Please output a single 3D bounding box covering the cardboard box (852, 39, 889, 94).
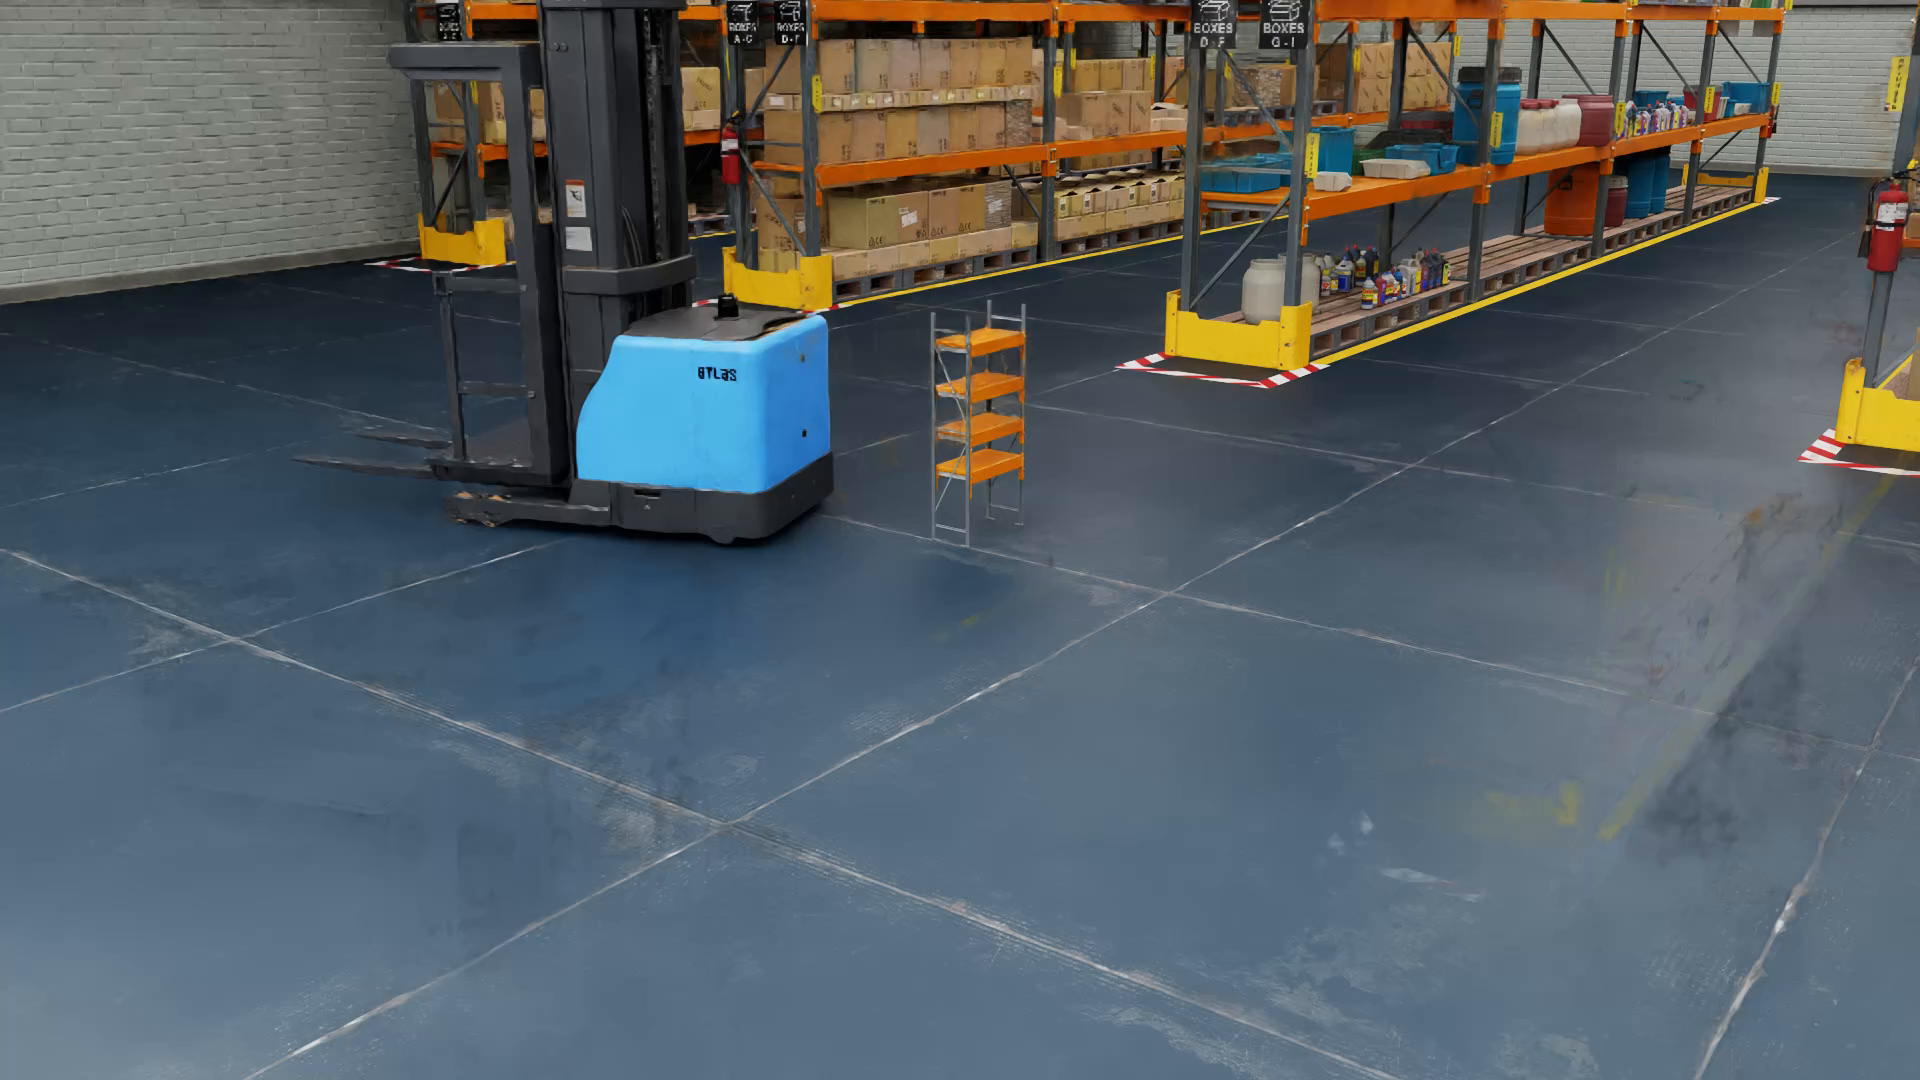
[{"bbox_3d":[-1.127,-4.660,16.337,0.700,0.500,0.500,12,21,33],"label":"cardboard box"}]

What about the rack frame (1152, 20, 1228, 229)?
[{"bbox_3d":[3.011,-5.651,21.882,1.000,3.000,0.127,12,21,35],"label":"rack frame"}]

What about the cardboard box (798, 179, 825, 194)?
[{"bbox_3d":[-2.324,-5.013,23.303,0.700,0.500,0.500,13,21,35],"label":"cardboard box"}]

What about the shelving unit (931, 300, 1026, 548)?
[{"bbox_3d":[0.099,-0.612,8.693,0.258,1.200,0.503,12,21,35],"label":"shelving unit"}]

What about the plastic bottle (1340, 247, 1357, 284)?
[{"bbox_3d":[3.677,-2.603,15.792,0.144,0.351,0.185,11,21,32],"label":"plastic bottle"}]

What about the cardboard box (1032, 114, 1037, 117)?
[{"bbox_3d":[1.004,-4.876,19.613,0.396,0.266,0.258,12,21,33],"label":"cardboard box"}]

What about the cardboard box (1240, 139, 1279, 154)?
[{"bbox_3d":[4.315,-5.667,24.145,0.500,0.250,0.500,12,21,35],"label":"cardboard box"}]

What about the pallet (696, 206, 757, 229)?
[{"bbox_3d":[-2.890,-4.426,22.641,1.003,0.211,1.213,12,21,35],"label":"pallet"}]

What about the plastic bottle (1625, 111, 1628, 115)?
[{"bbox_3d":[8.682,-5.485,21.682,0.097,0.201,0.097,0,17,0],"label":"plastic bottle"}]

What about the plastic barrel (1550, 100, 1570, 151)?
[{"bbox_3d":[6.295,-4.445,17.810,0.421,0.512,0.421,0,17,0],"label":"plastic barrel"}]

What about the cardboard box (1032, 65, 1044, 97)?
[{"bbox_3d":[1.045,-7.399,26.809,0.500,0.500,0.500,13,21,35],"label":"cardboard box"}]

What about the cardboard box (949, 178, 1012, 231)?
[{"bbox_3d":[0.220,-3.677,18.191,0.500,0.500,0.500,12,21,35],"label":"cardboard box"}]

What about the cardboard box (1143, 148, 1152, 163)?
[{"bbox_3d":[3.162,-7.134,30.164,0.700,0.500,0.500,12,21,35],"label":"cardboard box"}]

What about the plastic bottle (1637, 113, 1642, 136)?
[{"bbox_3d":[8.146,-5.002,20.010,0.097,0.271,0.097,0,17,0],"label":"plastic bottle"}]

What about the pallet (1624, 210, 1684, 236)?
[{"bbox_3d":[8.877,-4.219,21.974,1.003,0.211,1.213,12,21,35],"label":"pallet"}]

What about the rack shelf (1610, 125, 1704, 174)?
[{"bbox_3d":[8.179,-4.907,20.701,1.077,0.370,4.000,12,21,35],"label":"rack shelf"}]

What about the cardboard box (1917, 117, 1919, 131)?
[{"bbox_3d":[6.327,-2.836,10.461,0.500,0.500,0.500,12,21,35],"label":"cardboard box"}]

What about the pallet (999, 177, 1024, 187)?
[{"bbox_3d":[0.288,-5.657,26.605,1.003,0.211,1.213,12,21,35],"label":"pallet"}]

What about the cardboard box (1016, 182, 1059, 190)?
[{"bbox_3d":[0.944,-4.125,19.953,0.500,0.311,0.500,13,22,36],"label":"cardboard box"}]

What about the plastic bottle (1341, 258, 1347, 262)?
[{"bbox_3d":[3.619,-2.523,15.670,0.097,0.271,0.097,0,17,0],"label":"plastic bottle"}]

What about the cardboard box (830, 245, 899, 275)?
[{"bbox_3d":[-0.962,-2.841,16.762,0.500,0.250,0.500,12,21,35],"label":"cardboard box"}]

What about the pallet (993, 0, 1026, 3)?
[{"bbox_3d":[0.907,-8.592,26.618,0.805,0.209,1.217,11,21,33],"label":"pallet"}]

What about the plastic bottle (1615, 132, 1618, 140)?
[{"bbox_3d":[7.595,-4.782,19.301,0.097,0.271,0.097,0,17,0],"label":"plastic bottle"}]

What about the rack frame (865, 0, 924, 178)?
[{"bbox_3d":[-0.969,-6.525,24.698,1.000,3.000,0.127,12,21,35],"label":"rack frame"}]

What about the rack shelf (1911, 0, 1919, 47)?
[{"bbox_3d":[7.390,-3.559,11.302,1.077,0.370,4.000,12,21,35],"label":"rack shelf"}]

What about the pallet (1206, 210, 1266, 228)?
[{"bbox_3d":[3.486,-4.490,22.847,1.003,0.211,1.213,12,21,35],"label":"pallet"}]

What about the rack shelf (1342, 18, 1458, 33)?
[{"bbox_3d":[6.586,-8.169,26.146,1.077,0.370,4.000,12,21,35],"label":"rack shelf"}]

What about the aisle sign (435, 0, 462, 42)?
[{"bbox_3d":[-5.538,-5.791,17.951,0.394,0.787,0.004,12,21,35],"label":"aisle sign"}]

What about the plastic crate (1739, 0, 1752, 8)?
[{"bbox_3d":[10.722,-7.450,23.064,0.437,0.136,0.530,12,21,35],"label":"plastic crate"}]

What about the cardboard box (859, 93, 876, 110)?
[{"bbox_3d":[-1.044,-4.281,16.208,0.380,0.149,0.250,13,21,35],"label":"cardboard box"}]

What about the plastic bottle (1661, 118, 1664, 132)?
[{"bbox_3d":[8.750,-5.210,20.797,0.097,0.201,0.097,0,17,0],"label":"plastic bottle"}]

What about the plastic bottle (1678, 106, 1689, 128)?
[{"bbox_3d":[9.395,-5.517,21.660,0.152,0.276,0.135,12,21,35],"label":"plastic bottle"}]

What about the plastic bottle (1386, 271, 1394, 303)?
[{"bbox_3d":[3.815,-2.258,14.817,0.097,0.271,0.097,0,17,0],"label":"plastic bottle"}]

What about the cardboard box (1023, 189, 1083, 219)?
[{"bbox_3d":[1.074,-3.908,19.252,0.500,0.311,0.500,13,21,35],"label":"cardboard box"}]

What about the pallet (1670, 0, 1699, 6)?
[{"bbox_3d":[8.308,-6.595,20.183,1.003,0.211,1.213,12,21,35],"label":"pallet"}]

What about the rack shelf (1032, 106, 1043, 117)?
[{"bbox_3d":[0.222,-6.658,26.338,1.077,0.370,4.000,12,21,35],"label":"rack shelf"}]

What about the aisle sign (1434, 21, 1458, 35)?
[{"bbox_3d":[8.064,-8.760,27.510,0.394,0.787,0.004,12,21,35],"label":"aisle sign"}]

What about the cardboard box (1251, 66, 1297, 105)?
[{"bbox_3d":[4.391,-6.420,23.482,0.700,0.500,0.500,7,19,21],"label":"cardboard box"}]

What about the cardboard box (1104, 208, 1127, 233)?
[{"bbox_3d":[1.679,-3.883,20.118,0.500,0.250,0.500,12,21,33],"label":"cardboard box"}]

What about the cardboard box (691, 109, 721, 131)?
[{"bbox_3d":[-3.392,-5.344,21.113,0.500,0.250,0.500,12,21,35],"label":"cardboard box"}]

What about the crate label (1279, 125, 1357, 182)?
[{"bbox_3d":[3.100,-3.372,14.485,0.502,0.435,0.616,12,21,35],"label":"crate label"}]

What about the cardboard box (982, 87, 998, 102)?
[{"bbox_3d":[0.179,-4.769,17.780,0.380,0.149,0.250,12,21,35],"label":"cardboard box"}]

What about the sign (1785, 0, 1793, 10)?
[{"bbox_3d":[12.205,-7.969,24.466,0.100,0.325,0.005,12,21,35],"label":"sign"}]

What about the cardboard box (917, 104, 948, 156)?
[{"bbox_3d":[-0.547,-4.271,17.271,0.700,0.500,0.500,13,22,36],"label":"cardboard box"}]

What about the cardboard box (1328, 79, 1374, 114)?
[{"bbox_3d":[5.917,-6.724,25.171,0.500,0.500,0.500,13,22,36],"label":"cardboard box"}]

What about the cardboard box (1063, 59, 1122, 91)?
[{"bbox_3d":[2.190,-7.920,28.685,0.980,0.700,0.700,12,21,33],"label":"cardboard box"}]

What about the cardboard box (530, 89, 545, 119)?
[{"bbox_3d":[-4.908,-5.092,19.039,0.500,0.500,0.500,12,21,35],"label":"cardboard box"}]

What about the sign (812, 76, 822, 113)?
[{"bbox_3d":[-1.313,-4.097,15.285,0.100,0.325,0.005,12,21,35],"label":"sign"}]

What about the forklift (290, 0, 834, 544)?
[{"bbox_3d":[-2.287,-1.613,8.996,3.031,2.935,1.130,5,18,17],"label":"forklift"}]

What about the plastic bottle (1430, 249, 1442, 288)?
[{"bbox_3d":[4.451,-2.562,15.662,0.144,0.351,0.185,12,21,33],"label":"plastic bottle"}]

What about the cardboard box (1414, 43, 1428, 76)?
[{"bbox_3d":[7.128,-7.682,26.568,0.500,0.500,0.500,13,22,36],"label":"cardboard box"}]
